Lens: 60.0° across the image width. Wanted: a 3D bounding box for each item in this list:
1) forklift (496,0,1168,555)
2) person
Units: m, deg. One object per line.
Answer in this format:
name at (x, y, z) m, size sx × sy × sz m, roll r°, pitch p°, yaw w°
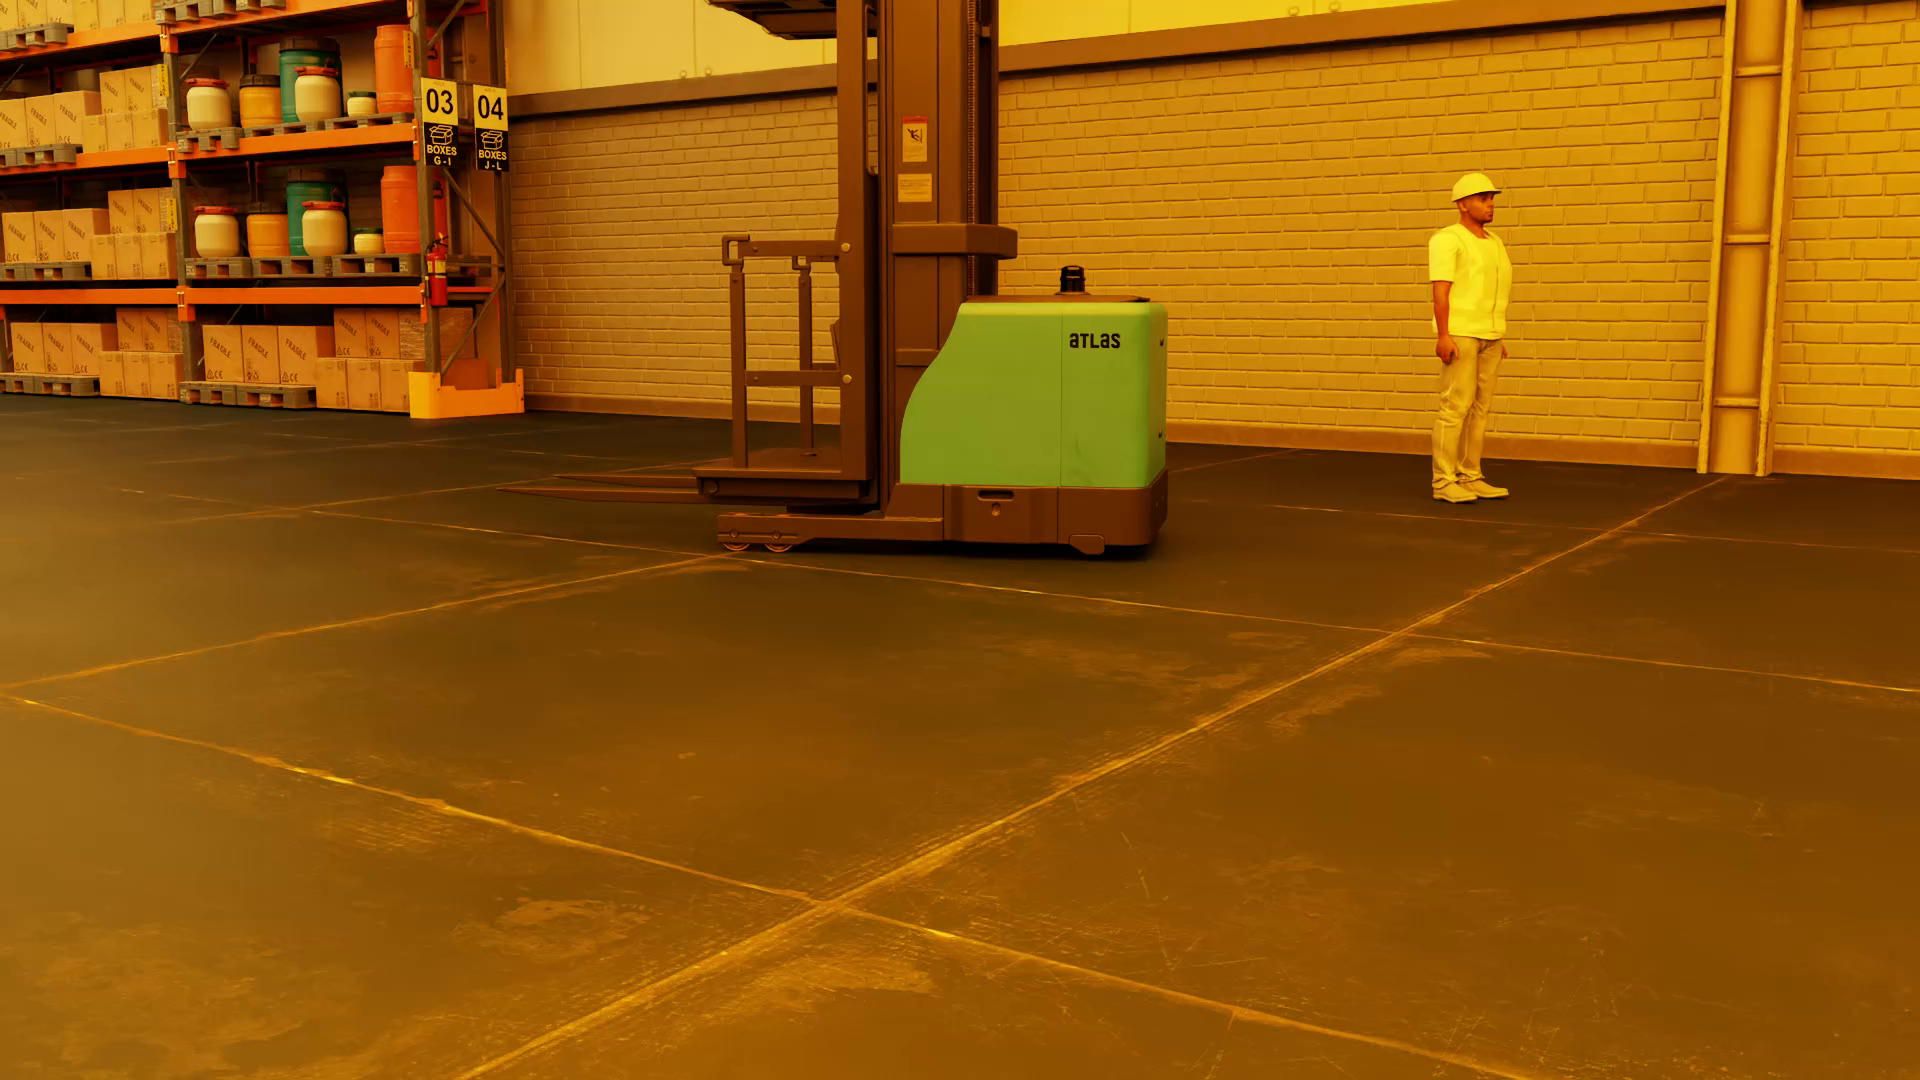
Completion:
forklift at (-0.596, -1.469, 7.520) m, size 3.031 × 2.935 × 1.130 m, roll 2°, pitch 8°, yaw 12°
person at (2.810, -1.104, 9.096) m, size 0.556 × 1.770 × 0.389 m, roll -7°, pitch 10°, yaw -39°
